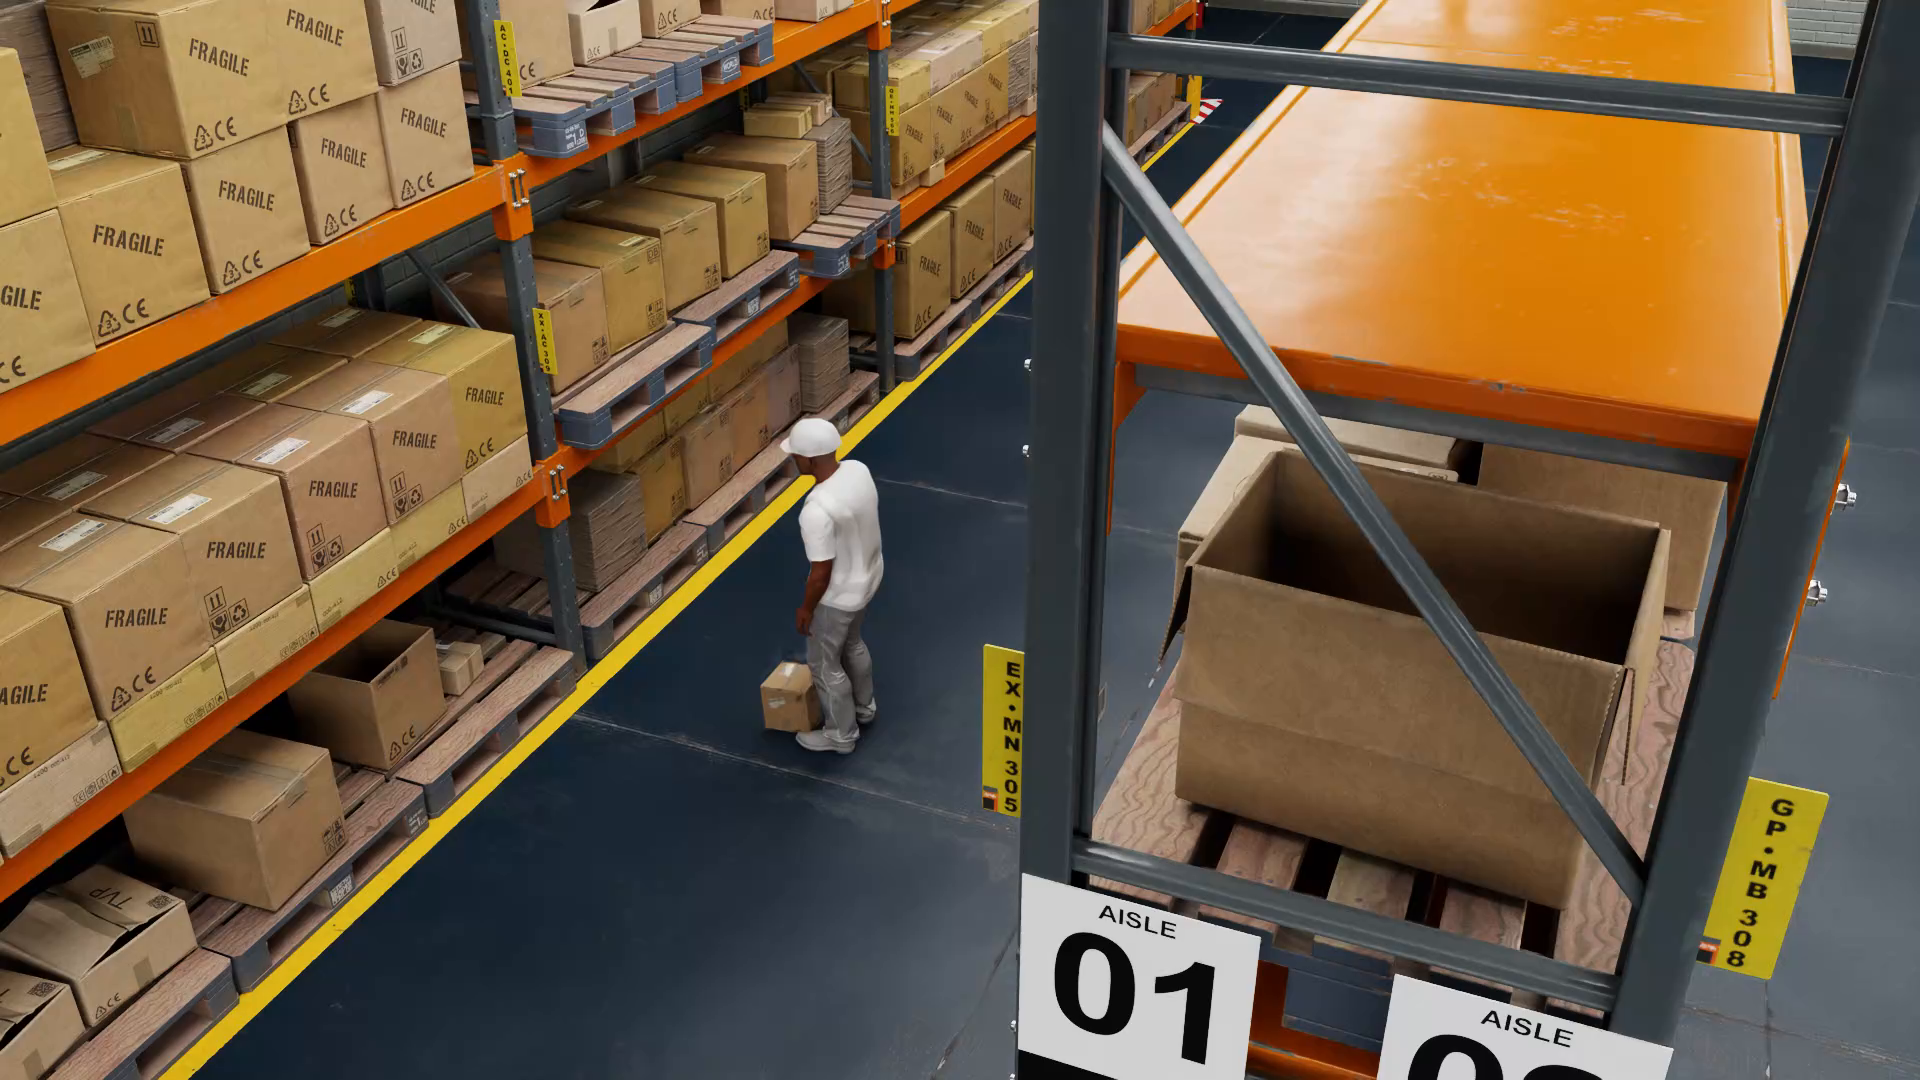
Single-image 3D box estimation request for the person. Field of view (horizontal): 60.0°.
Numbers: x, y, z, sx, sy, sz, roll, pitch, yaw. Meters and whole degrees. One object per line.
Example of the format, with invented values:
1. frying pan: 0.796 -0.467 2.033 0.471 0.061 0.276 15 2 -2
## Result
1. person: -0.604 0.217 7.995 0.449 1.762 0.606 10 31 18
